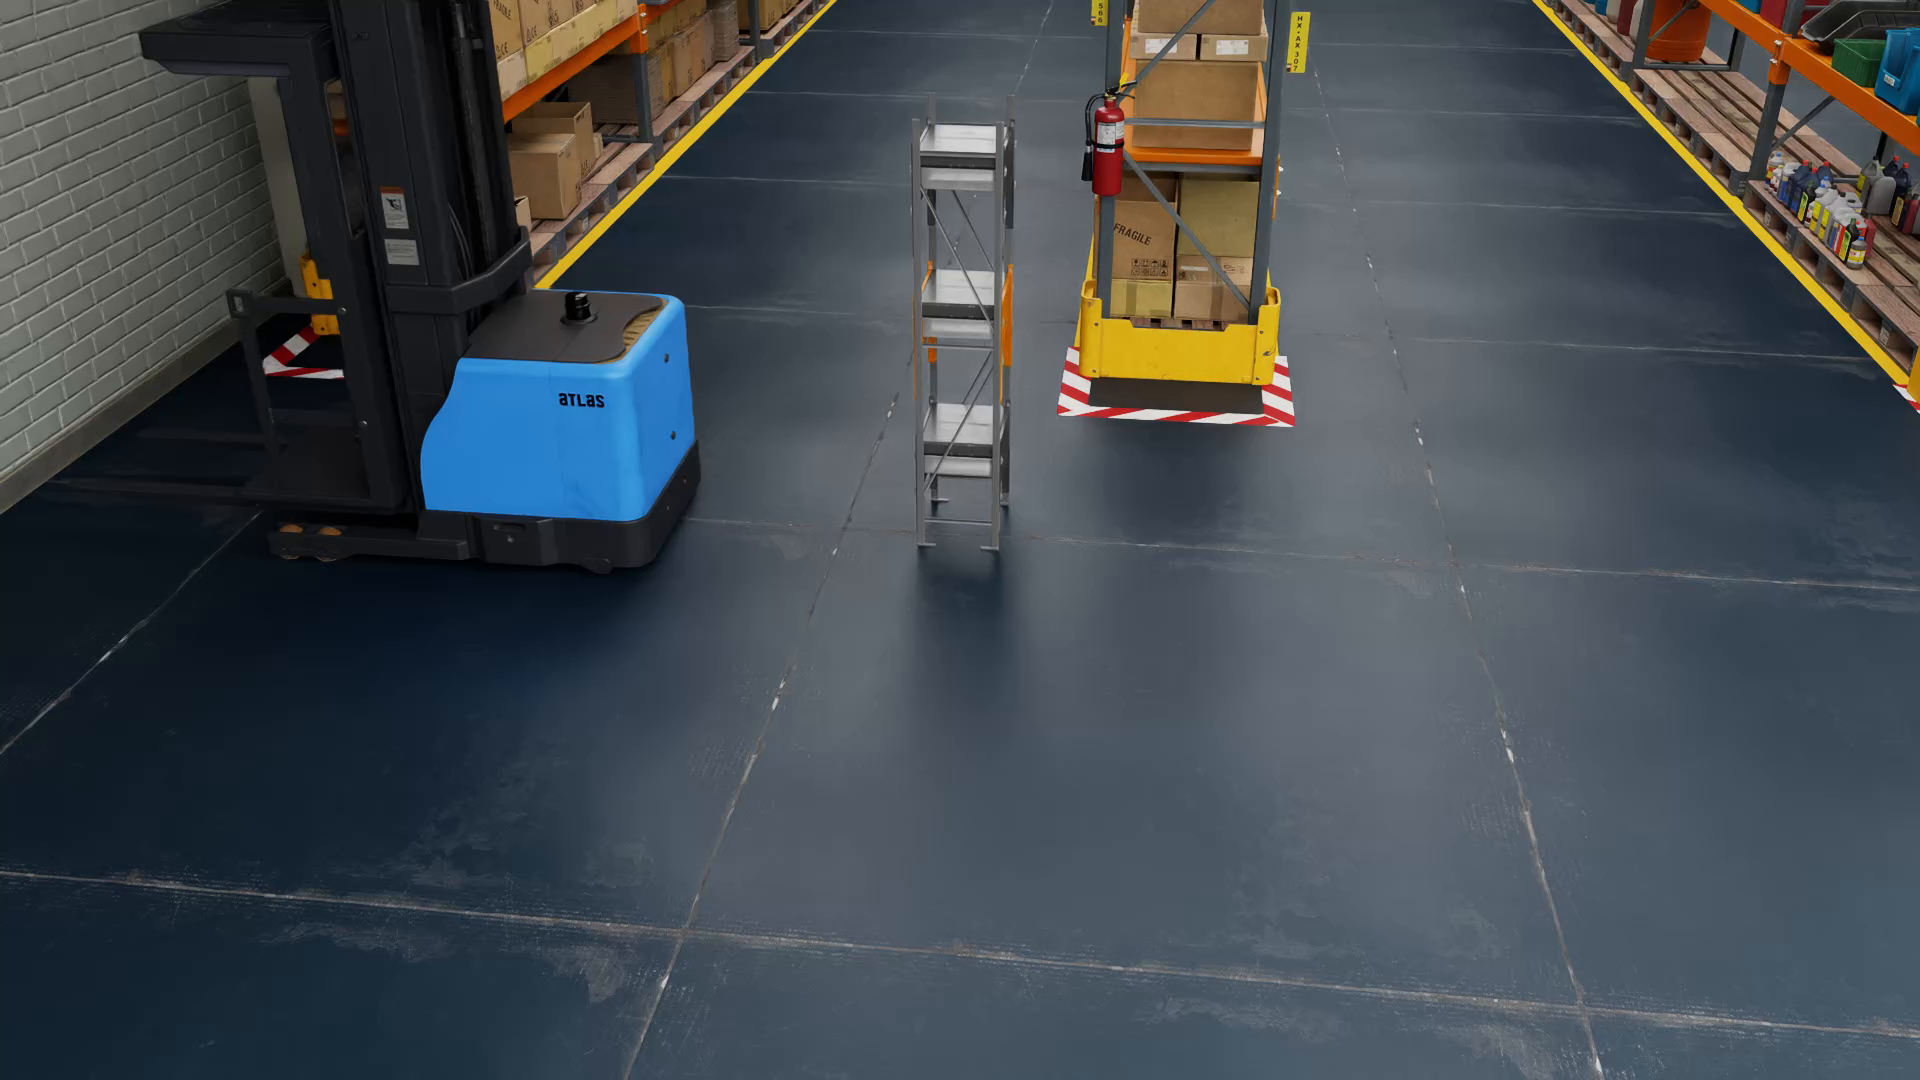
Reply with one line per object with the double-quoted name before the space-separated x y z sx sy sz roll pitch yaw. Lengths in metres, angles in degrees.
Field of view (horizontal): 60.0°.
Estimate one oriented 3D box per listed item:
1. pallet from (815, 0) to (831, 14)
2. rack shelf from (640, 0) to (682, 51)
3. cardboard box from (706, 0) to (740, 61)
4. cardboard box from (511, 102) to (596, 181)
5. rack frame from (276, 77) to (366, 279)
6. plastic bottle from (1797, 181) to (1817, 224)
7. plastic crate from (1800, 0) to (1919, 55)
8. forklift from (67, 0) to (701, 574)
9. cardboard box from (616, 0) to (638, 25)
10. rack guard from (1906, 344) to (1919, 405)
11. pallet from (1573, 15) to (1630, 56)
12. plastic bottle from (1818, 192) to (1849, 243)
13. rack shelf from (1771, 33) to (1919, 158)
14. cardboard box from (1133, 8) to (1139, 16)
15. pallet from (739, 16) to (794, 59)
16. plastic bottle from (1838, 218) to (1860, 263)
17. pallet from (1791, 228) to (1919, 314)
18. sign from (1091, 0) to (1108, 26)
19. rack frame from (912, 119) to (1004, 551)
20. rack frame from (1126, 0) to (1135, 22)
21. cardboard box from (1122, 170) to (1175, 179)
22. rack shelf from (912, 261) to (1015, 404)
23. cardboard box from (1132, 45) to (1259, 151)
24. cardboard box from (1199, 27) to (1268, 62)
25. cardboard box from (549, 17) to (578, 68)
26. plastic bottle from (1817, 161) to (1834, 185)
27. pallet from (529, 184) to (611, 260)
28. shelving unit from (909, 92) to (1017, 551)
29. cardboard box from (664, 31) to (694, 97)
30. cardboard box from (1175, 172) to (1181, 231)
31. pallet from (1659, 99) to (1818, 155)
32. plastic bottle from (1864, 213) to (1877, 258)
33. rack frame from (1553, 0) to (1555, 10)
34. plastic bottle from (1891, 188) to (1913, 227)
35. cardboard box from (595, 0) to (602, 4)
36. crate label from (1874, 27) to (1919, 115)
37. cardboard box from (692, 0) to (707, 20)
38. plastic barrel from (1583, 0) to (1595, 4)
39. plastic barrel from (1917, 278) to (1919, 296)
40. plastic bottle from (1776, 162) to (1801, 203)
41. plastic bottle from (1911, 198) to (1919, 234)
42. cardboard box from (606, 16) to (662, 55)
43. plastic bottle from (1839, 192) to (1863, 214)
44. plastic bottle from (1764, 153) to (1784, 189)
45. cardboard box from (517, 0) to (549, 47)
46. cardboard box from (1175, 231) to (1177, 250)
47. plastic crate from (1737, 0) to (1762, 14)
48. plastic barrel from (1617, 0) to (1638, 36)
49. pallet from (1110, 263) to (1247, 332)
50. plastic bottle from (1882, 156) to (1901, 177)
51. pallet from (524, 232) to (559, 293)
"pallet" -2.145 -6.711 20.485 1.003 0.211 1.213 3 28 6
"rack shelf" -2.860 -5.165 15.434 1.077 0.370 4.000 3 28 6
"cardboard box" -2.652 -5.175 16.864 0.700 0.500 0.500 4 29 7
"cardboard box" -3.193 -3.143 13.093 0.500 0.500 0.500 1 28 2
"rack frame" -3.596 -2.658 10.021 1.000 3.000 0.127 3 28 6
"plastic bottle" 6.131 -2.443 12.022 0.061 0.283 0.133 5 29 8
"plastic crate" 6.536 -3.699 12.018 0.767 0.338 0.504 3 28 6
"forklift" -2.908 -1.428 7.810 3.031 2.935 1.130 4 29 7
"cardboard box" -2.863 -4.243 13.100 0.500 0.250 0.500 3 29 6
"rack guard" 6.199 -1.020 9.616 1.175 0.500 0.348 3 28 6
"pallet" 7.424 -5.566 18.360 1.003 0.211 1.213 3 28 6
"plastic bottle" 6.118 -2.260 11.612 0.144 0.351 0.185 5 29 8
"rack shelf" 6.482 -2.707 10.870 1.077 0.370 4.000 3 28 6
"cardboard box" 1.241 -3.136 10.119 0.380 0.149 0.250 3 28 5
"pallet" -2.444 -5.563 18.353 1.003 0.211 1.213 3 28 6
"plastic bottle" 6.023 -2.026 11.248 0.061 0.283 0.133 4 29 7
"pallet" 6.456 -1.848 11.457 1.003 0.211 1.213 3 28 6
"sign" 0.784 -3.024 9.230 0.100 0.325 0.005 3 28 6
"rack frame" -0.010 -0.887 7.683 0.400 2.100 0.015 3 28 6
"rack frame" 1.811 -4.255 12.985 1.000 3.000 0.127 3 28 6
"cardboard box" 1.200 -2.417 11.240 0.500 0.500 0.500 3 28 6
"rack shelf" 0.020 -0.990 7.903 0.431 0.518 0.480 3 28 6
"cardboard box" 1.391 -2.635 9.872 0.700 0.500 0.500 3 28 6
"cardboard box" 1.583 -2.873 9.632 0.380 0.149 0.250 3 28 6
"cardboard box" -3.039 -3.534 11.785 0.500 0.250 0.500 4 29 7
"plastic bottle" 6.359 -2.628 12.295 0.144 0.351 0.185 3 28 6
"pallet" -3.300 -2.419 12.517 1.003 0.211 1.213 3 28 6
"shelving unit" 0.020 -1.002 7.897 0.431 2.100 0.503 3 28 6
"cardboard box" -2.916 -4.465 15.547 0.700 0.500 0.500 4 29 7
"cardboard box" 1.716 -2.387 11.184 0.500 0.500 0.500 3 28 6
"pallet" 6.932 -3.685 14.868 1.003 0.211 1.213 3 28 6
"plastic bottle" 6.191 -2.081 11.350 0.061 0.283 0.133 3 28 6
"rack frame" 7.707 -7.731 19.437 1.000 3.000 0.127 3 28 6
"plastic bottle" 6.766 -2.394 11.932 0.061 0.283 0.133 3 28 6
"cardboard box" -2.912 -4.338 12.486 0.500 0.500 0.500 3 28 6
"crate label" 6.194 -2.980 10.581 0.502 0.435 0.616 3 28 6
"cardboard box" -2.784 -5.240 16.195 0.500 0.250 0.500 4 29 7
"plastic barrel" 7.624 -6.737 19.361 0.600 0.901 0.708 3 28 6
"plastic barrel" 6.303 -1.722 10.464 0.421 0.512 0.421 0 28 0
"plastic bottle" 6.240 -2.681 12.472 0.152 0.276 0.135 4 29 8
"plastic bottle" 6.847 -2.321 11.803 0.152 0.276 0.135 4 29 7
"cardboard box" -2.981 -4.519 14.856 0.500 0.250 0.500 3 28 5
"plastic bottle" 6.291 -2.318 11.798 0.152 0.276 0.135 3 28 6
"plastic bottle" 6.253 -2.833 12.759 0.097 0.271 0.097 0 28 0
"cardboard box" -3.099 -3.613 11.140 0.500 0.500 0.500 2 28 5
"cardboard box" 1.727 -2.056 11.361 0.500 0.250 0.500 3 28 6
"plastic crate" 6.553 -4.495 13.448 0.392 0.384 0.575 3 28 6
"plastic barrel" 7.398 -5.734 17.830 0.600 0.588 0.708 3 28 6
"pallet" 1.373 -1.507 10.824 1.003 0.211 1.213 3 28 6
"plastic bottle" 6.934 -2.673 12.377 0.144 0.351 0.185 3 28 5
"pallet" -3.452 -1.846 11.455 1.003 0.211 1.213 3 28 6
